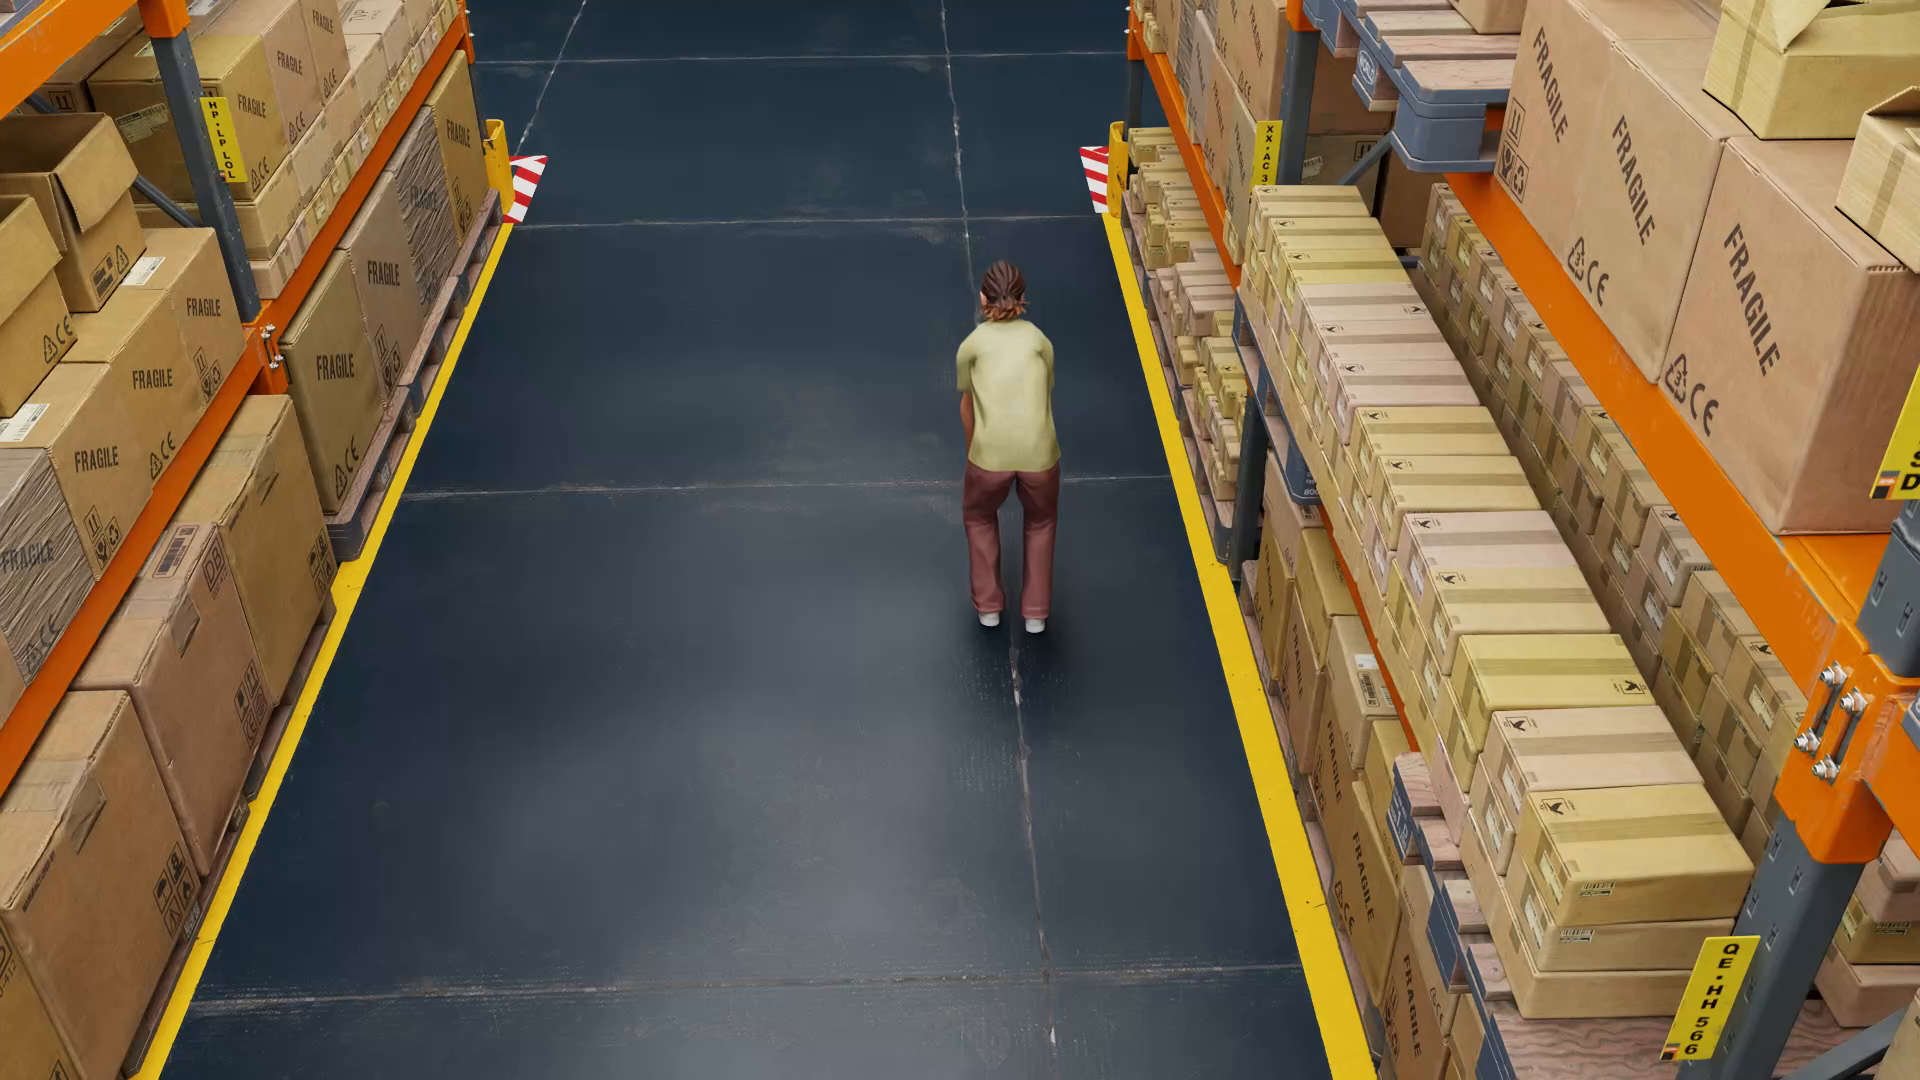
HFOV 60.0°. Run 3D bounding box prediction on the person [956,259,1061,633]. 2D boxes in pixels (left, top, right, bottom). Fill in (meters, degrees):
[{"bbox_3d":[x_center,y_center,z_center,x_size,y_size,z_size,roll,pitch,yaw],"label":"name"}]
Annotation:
[{"bbox_3d":[0.194,-0.364,6.824,0.414,1.490,0.684,-2,35,-3],"label":"person"}]
